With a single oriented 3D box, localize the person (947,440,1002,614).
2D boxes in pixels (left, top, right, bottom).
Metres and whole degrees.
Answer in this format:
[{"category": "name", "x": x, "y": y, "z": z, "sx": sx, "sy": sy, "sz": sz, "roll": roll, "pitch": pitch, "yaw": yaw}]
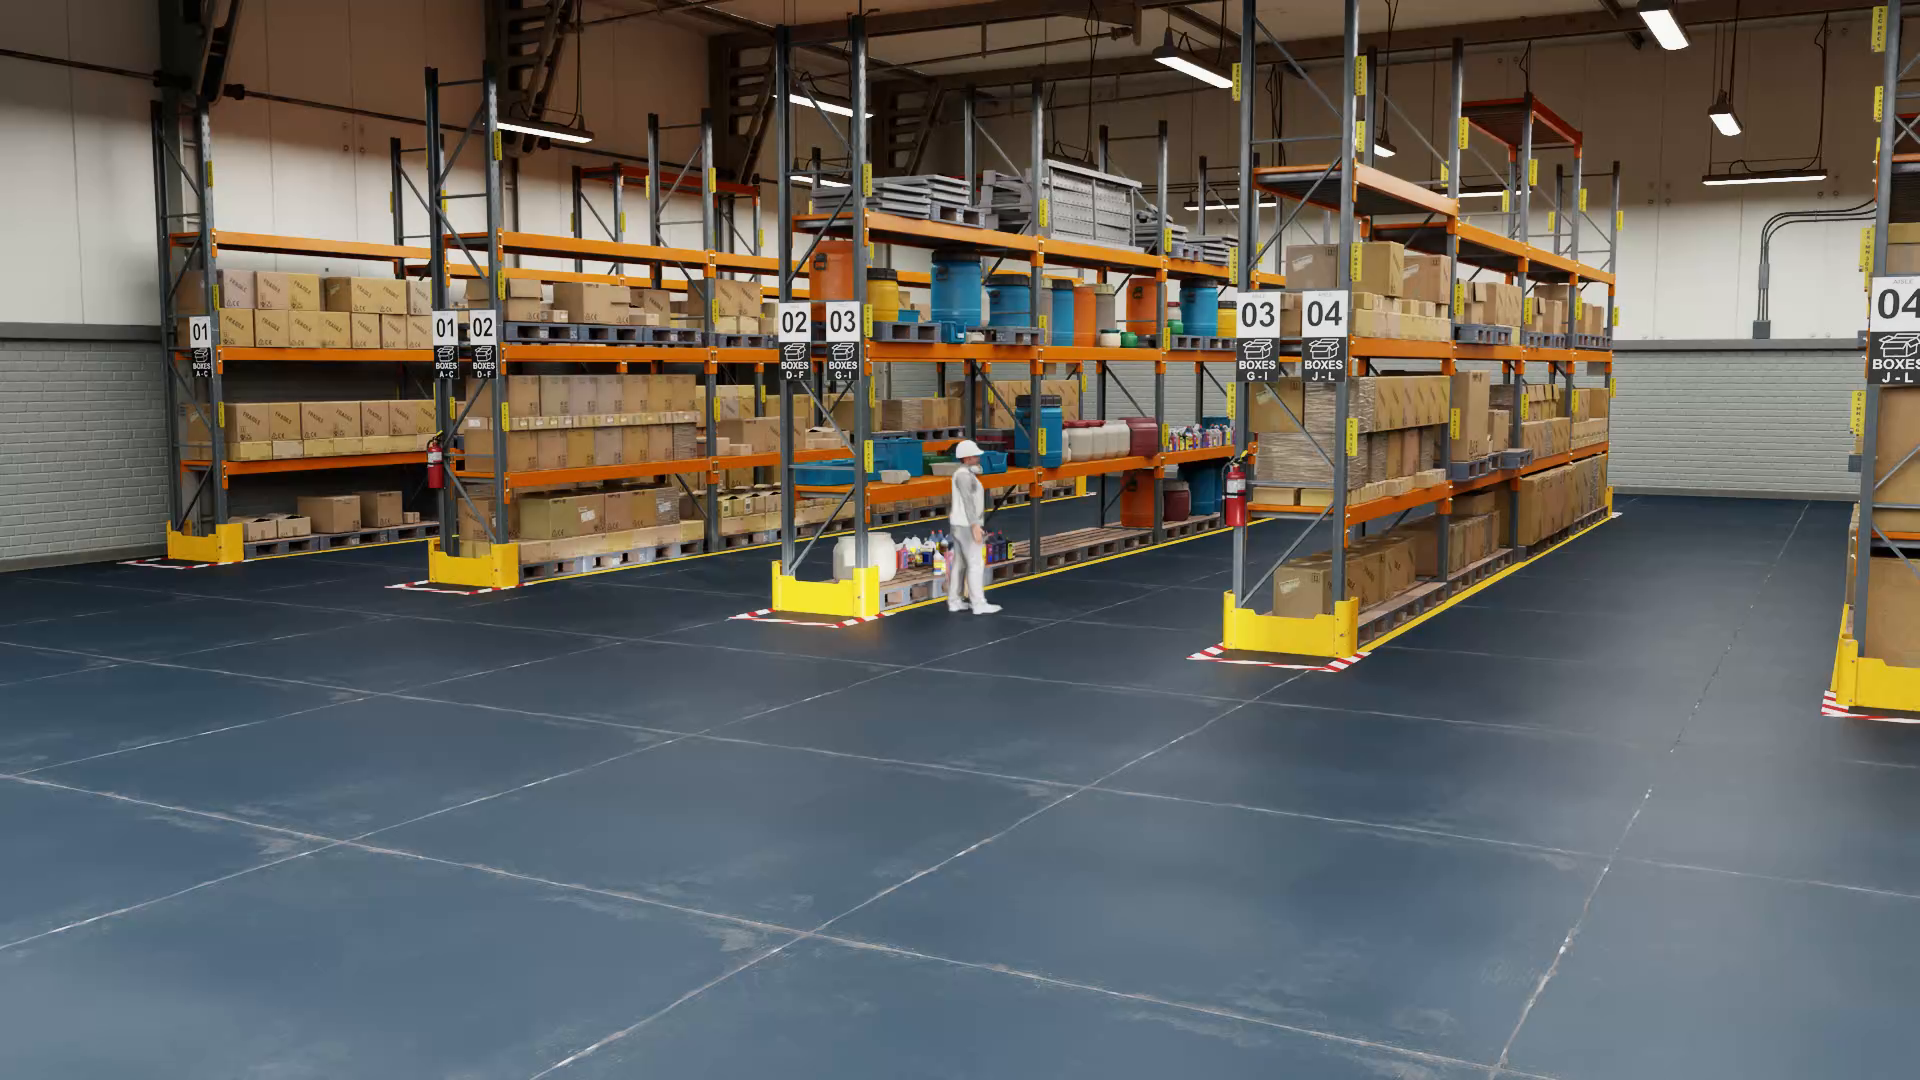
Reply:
[{"category": "person", "x": 0.149, "y": -0.137, "z": 17.083, "sx": 0.546, "sy": 1.775, "sz": 0.611, "roll": 0, "pitch": 6, "yaw": -4}]
